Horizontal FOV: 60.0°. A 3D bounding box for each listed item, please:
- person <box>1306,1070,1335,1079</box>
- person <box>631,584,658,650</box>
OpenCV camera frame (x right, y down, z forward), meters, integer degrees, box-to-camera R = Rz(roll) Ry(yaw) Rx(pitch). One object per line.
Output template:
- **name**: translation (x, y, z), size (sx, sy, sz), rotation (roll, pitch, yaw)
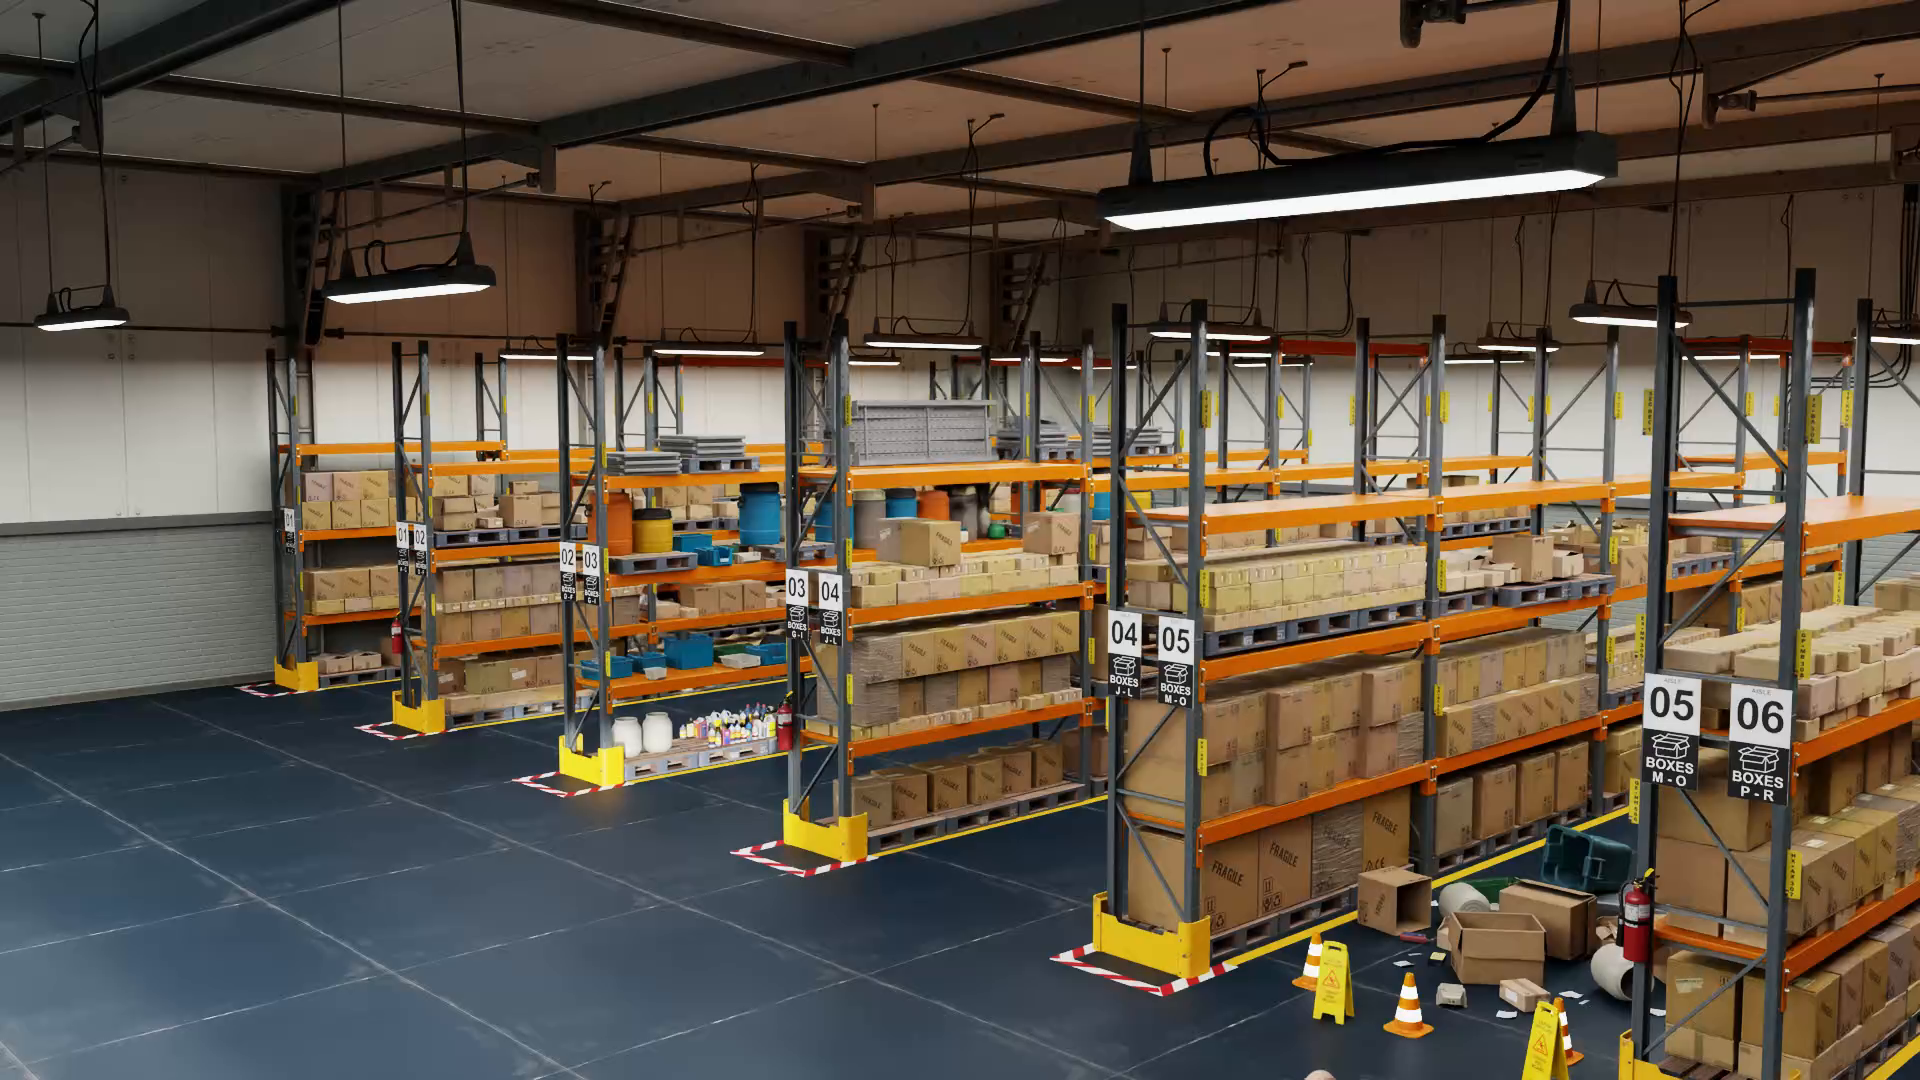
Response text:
- **person**: translation (1.942, 3.562, 8.943), size (0.731, 1.737, 1.031), rotation (1, 5, 10)
- **person**: translation (-5.869, 1.634, 30.554), size (0.835, 1.831, 0.588), rotation (-5, 7, -42)
